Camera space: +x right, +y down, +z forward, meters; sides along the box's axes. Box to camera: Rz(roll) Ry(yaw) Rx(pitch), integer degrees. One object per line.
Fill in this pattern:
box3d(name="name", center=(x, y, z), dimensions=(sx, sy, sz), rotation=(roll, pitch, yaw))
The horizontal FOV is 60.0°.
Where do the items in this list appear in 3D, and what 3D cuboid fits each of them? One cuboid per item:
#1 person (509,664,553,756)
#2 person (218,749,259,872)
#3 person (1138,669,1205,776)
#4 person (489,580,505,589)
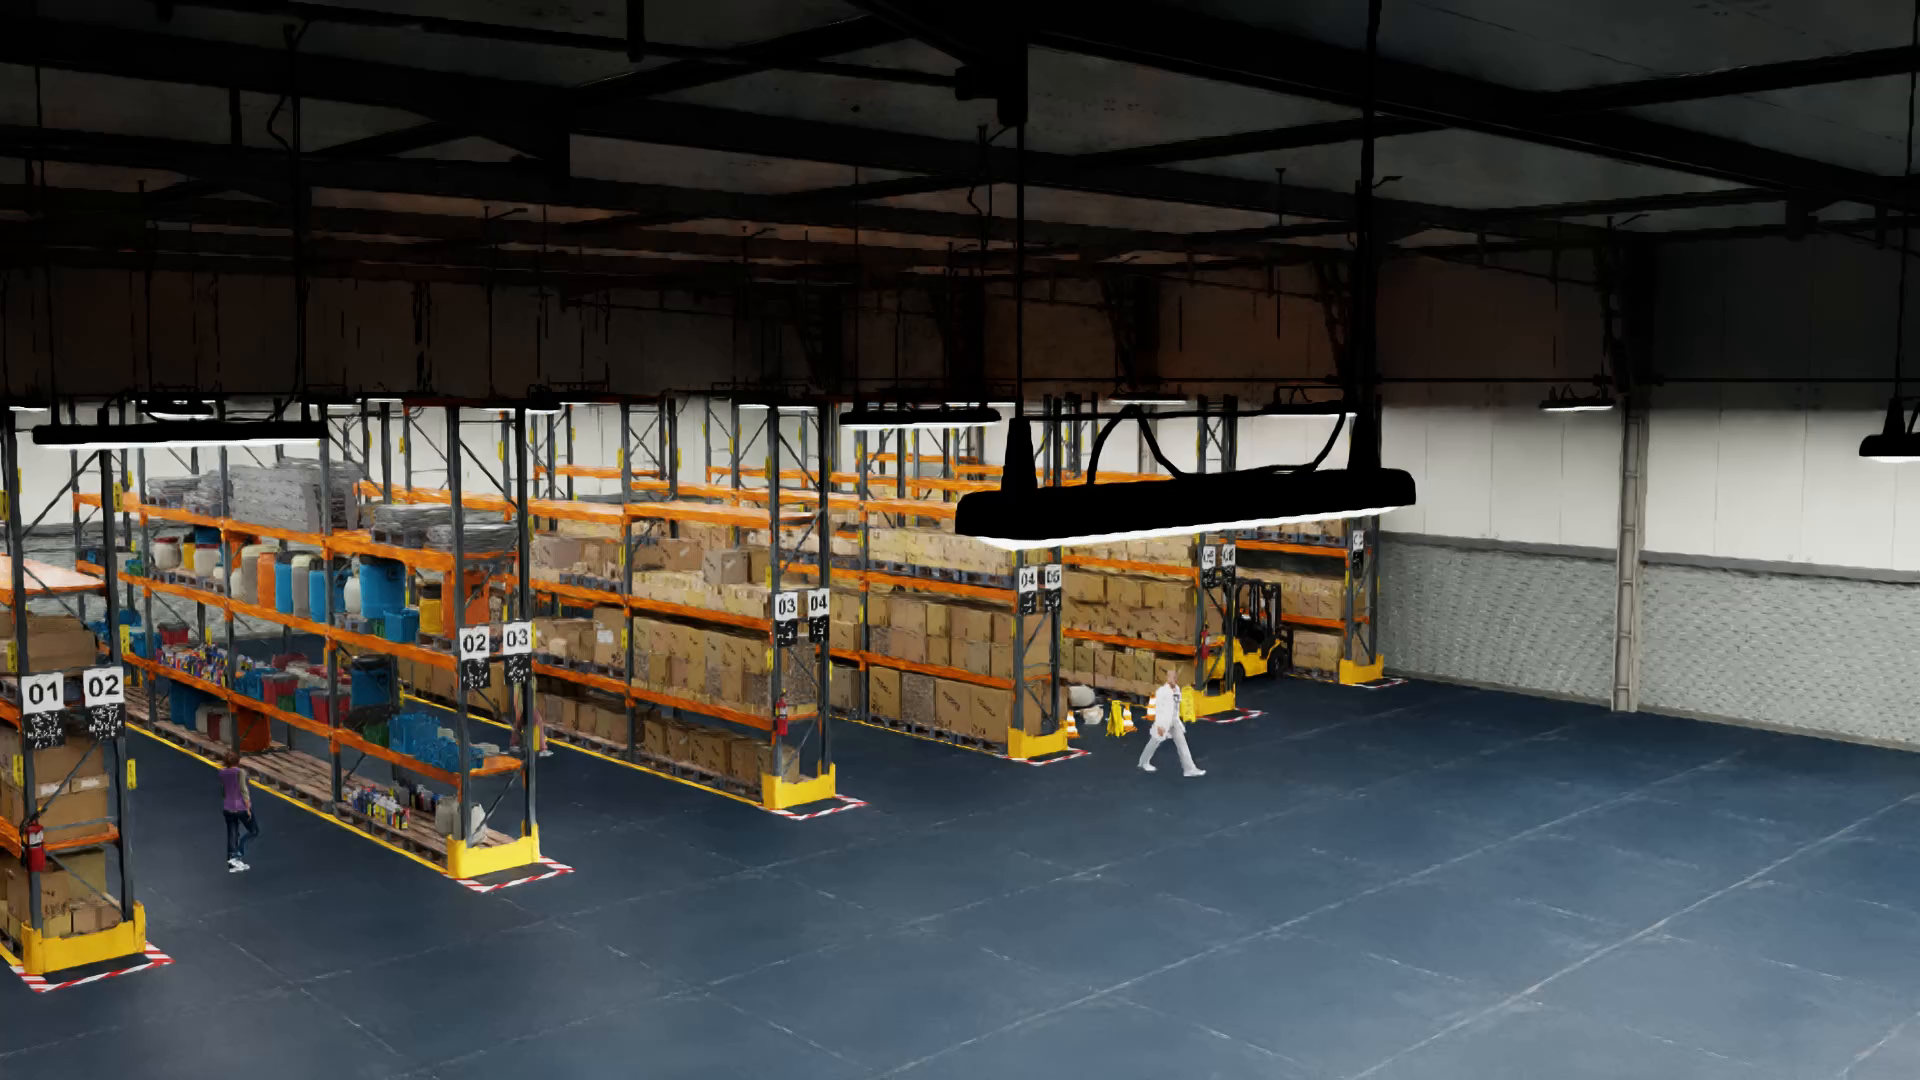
box3d(name="person", center=(-7.281, 2.822, 27.954), dimensions=(0.448, 1.590, 1.110), rotation=(-5, 7, -40))
box3d(name="person", center=(-9.285, 3.475, 21.343), dimensions=(0.459, 1.594, 0.380), rotation=(2, 6, 16))
box3d(name="person", center=(3.339, 2.902, 26.549), dimensions=(0.598, 1.698, 1.194), rotation=(-5, 7, -41))
box3d(name="person", center=(-12.168, 1.335, 43.813), dimensions=(0.468, 1.549, 0.509), rotation=(0, 6, -5))
